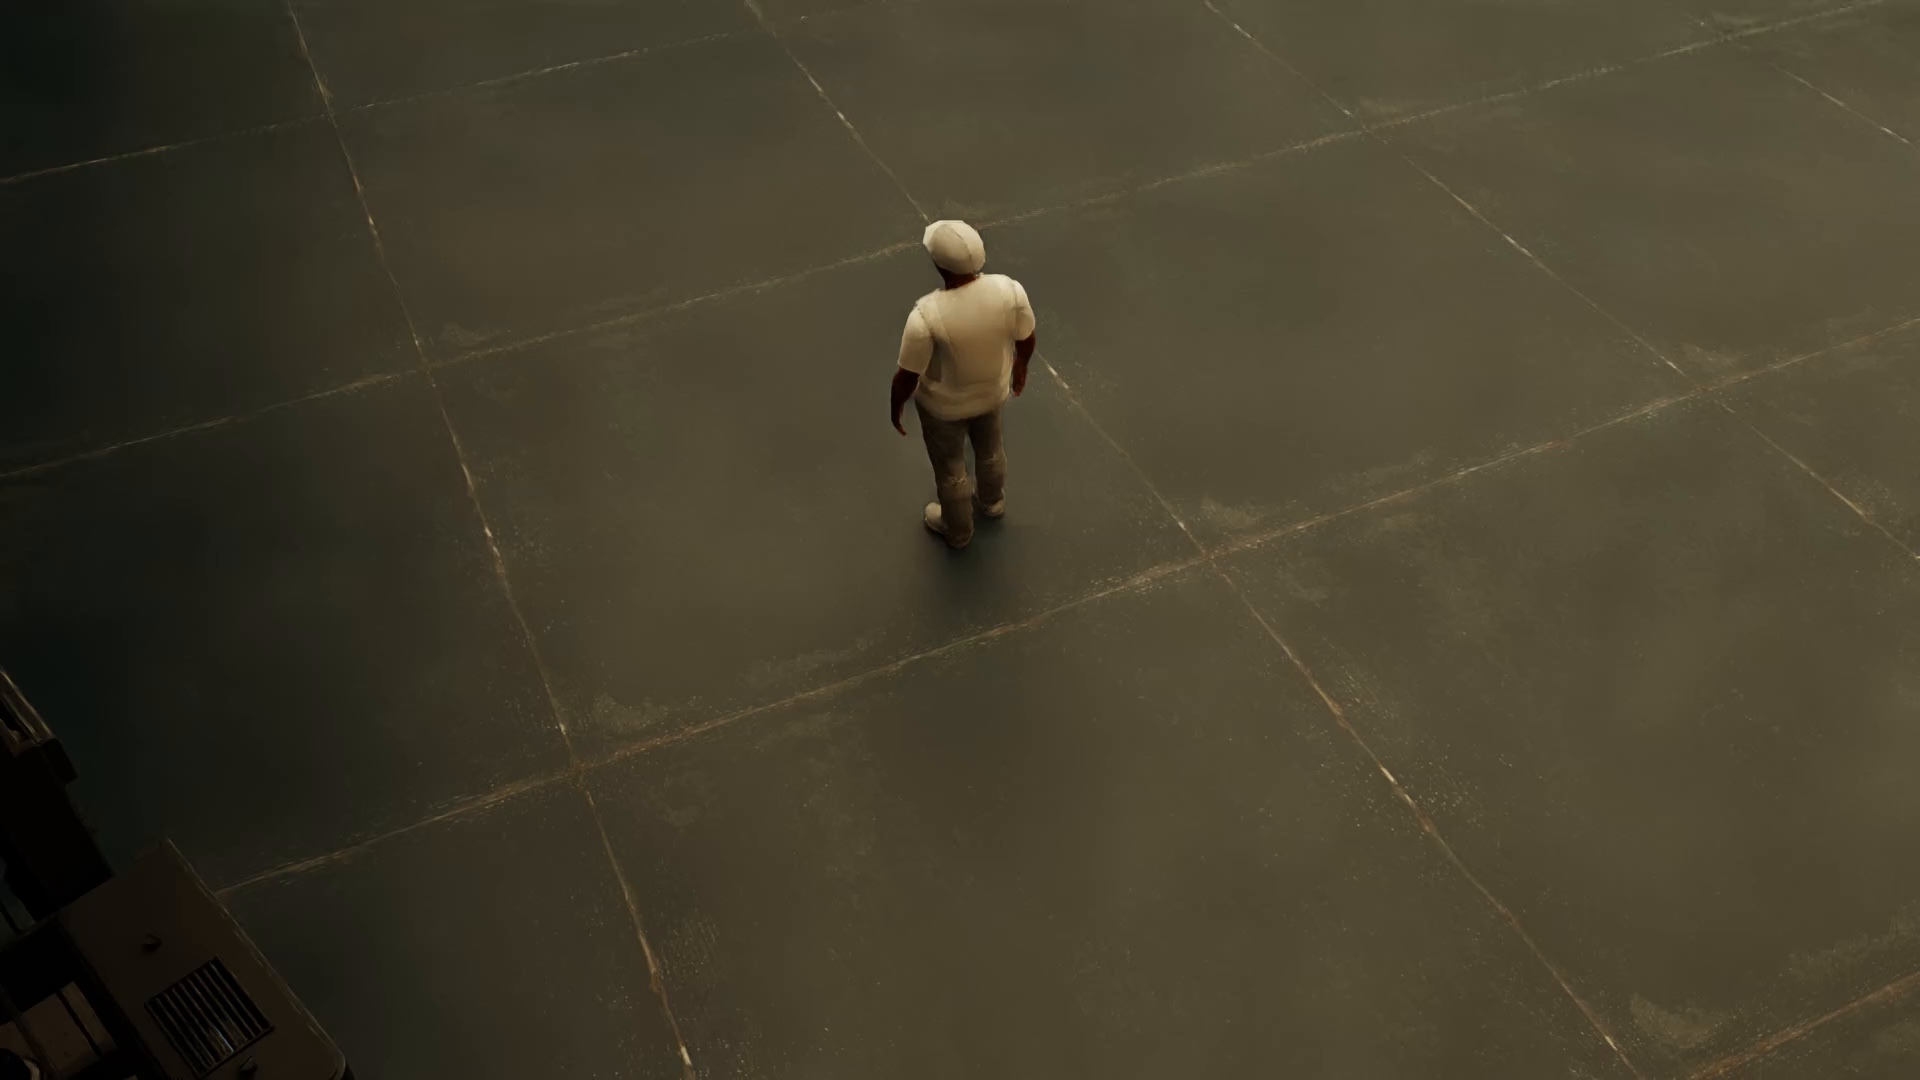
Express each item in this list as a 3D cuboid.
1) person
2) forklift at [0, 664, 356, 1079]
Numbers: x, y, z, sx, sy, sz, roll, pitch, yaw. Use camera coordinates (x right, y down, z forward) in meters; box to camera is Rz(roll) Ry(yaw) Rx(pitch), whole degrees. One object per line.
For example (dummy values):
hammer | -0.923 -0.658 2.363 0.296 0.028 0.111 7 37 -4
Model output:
person | -0.024 -0.696 7.269 0.665 1.766 0.575 -18 46 -18
forklift | -1.840 1.781 3.772 1.130 2.935 3.031 -34 53 -31
